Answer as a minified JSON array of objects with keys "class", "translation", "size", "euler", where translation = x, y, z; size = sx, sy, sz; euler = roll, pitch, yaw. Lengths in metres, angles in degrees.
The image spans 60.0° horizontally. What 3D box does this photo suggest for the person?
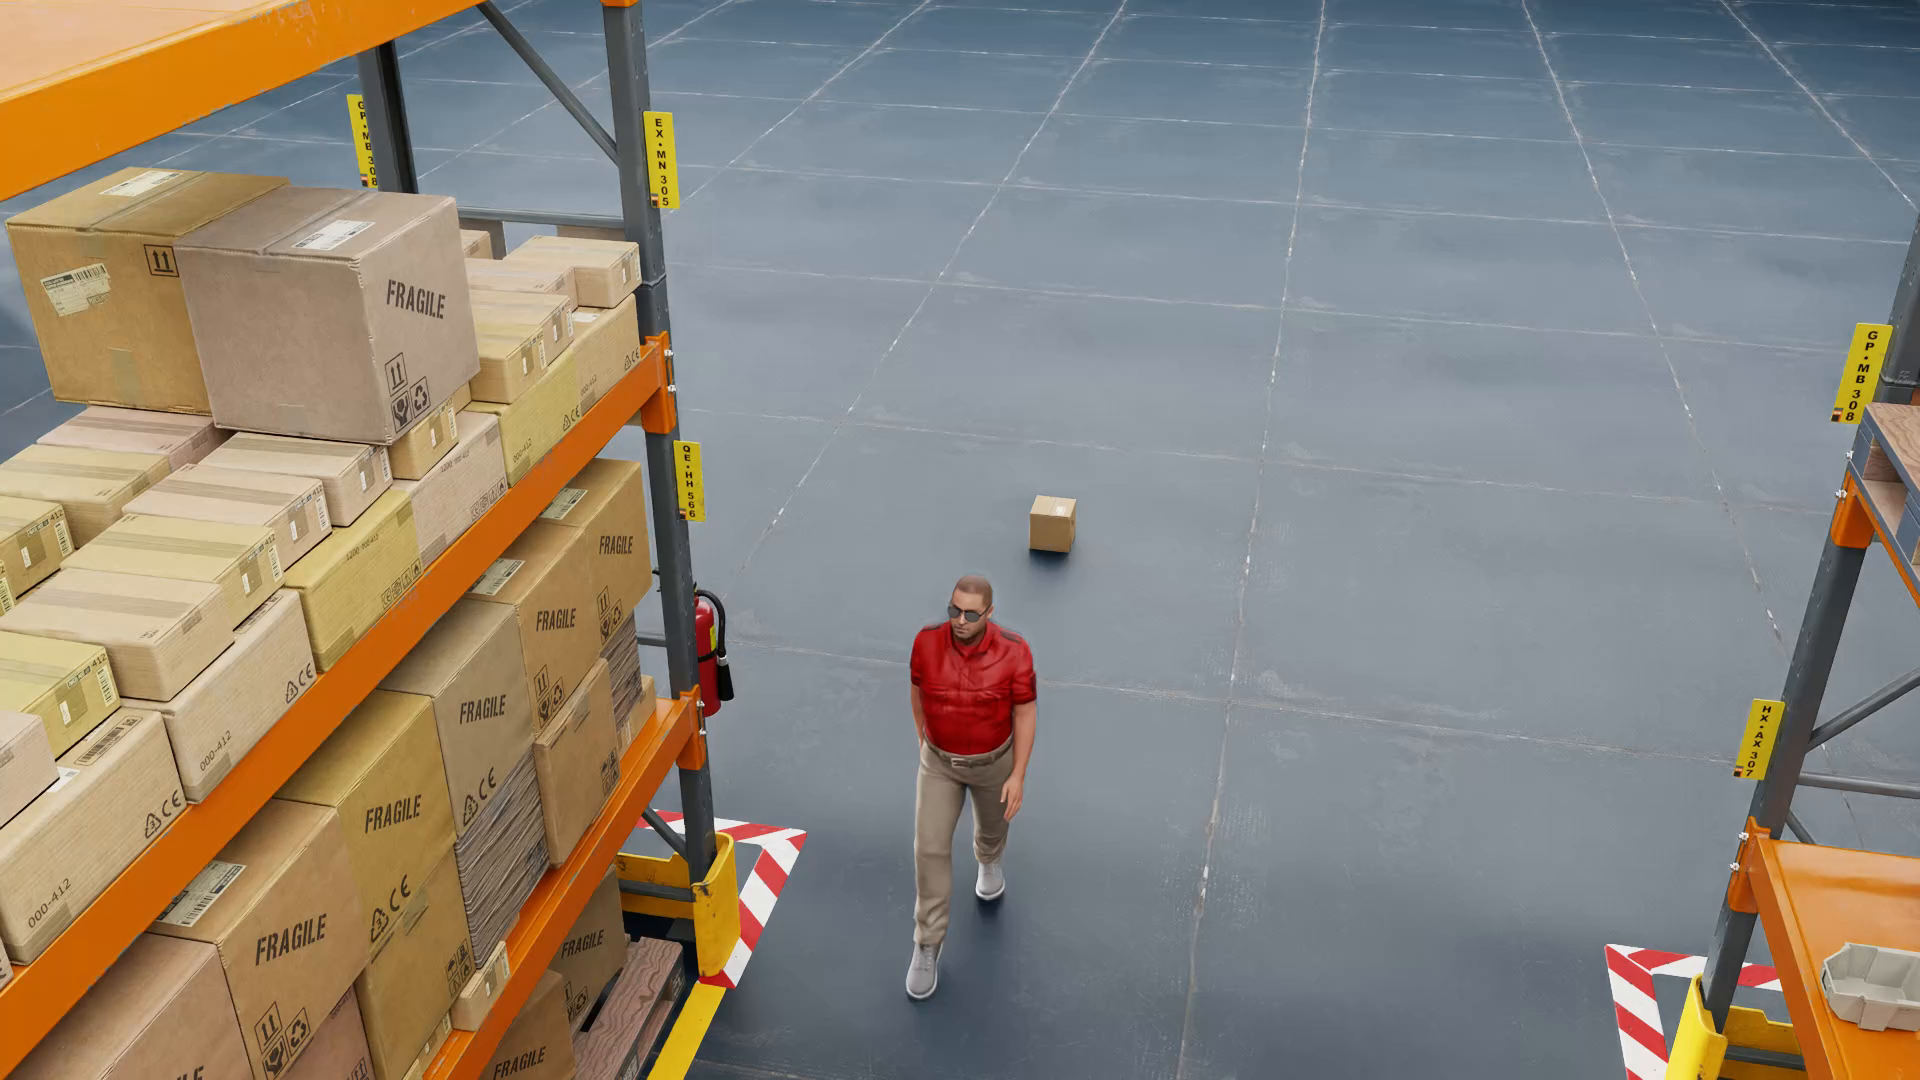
[{"class":"person","translation":[0.032,0.951,6.867],"size":[0.547,1.685,0.962],"euler":[4,29,8]}]
